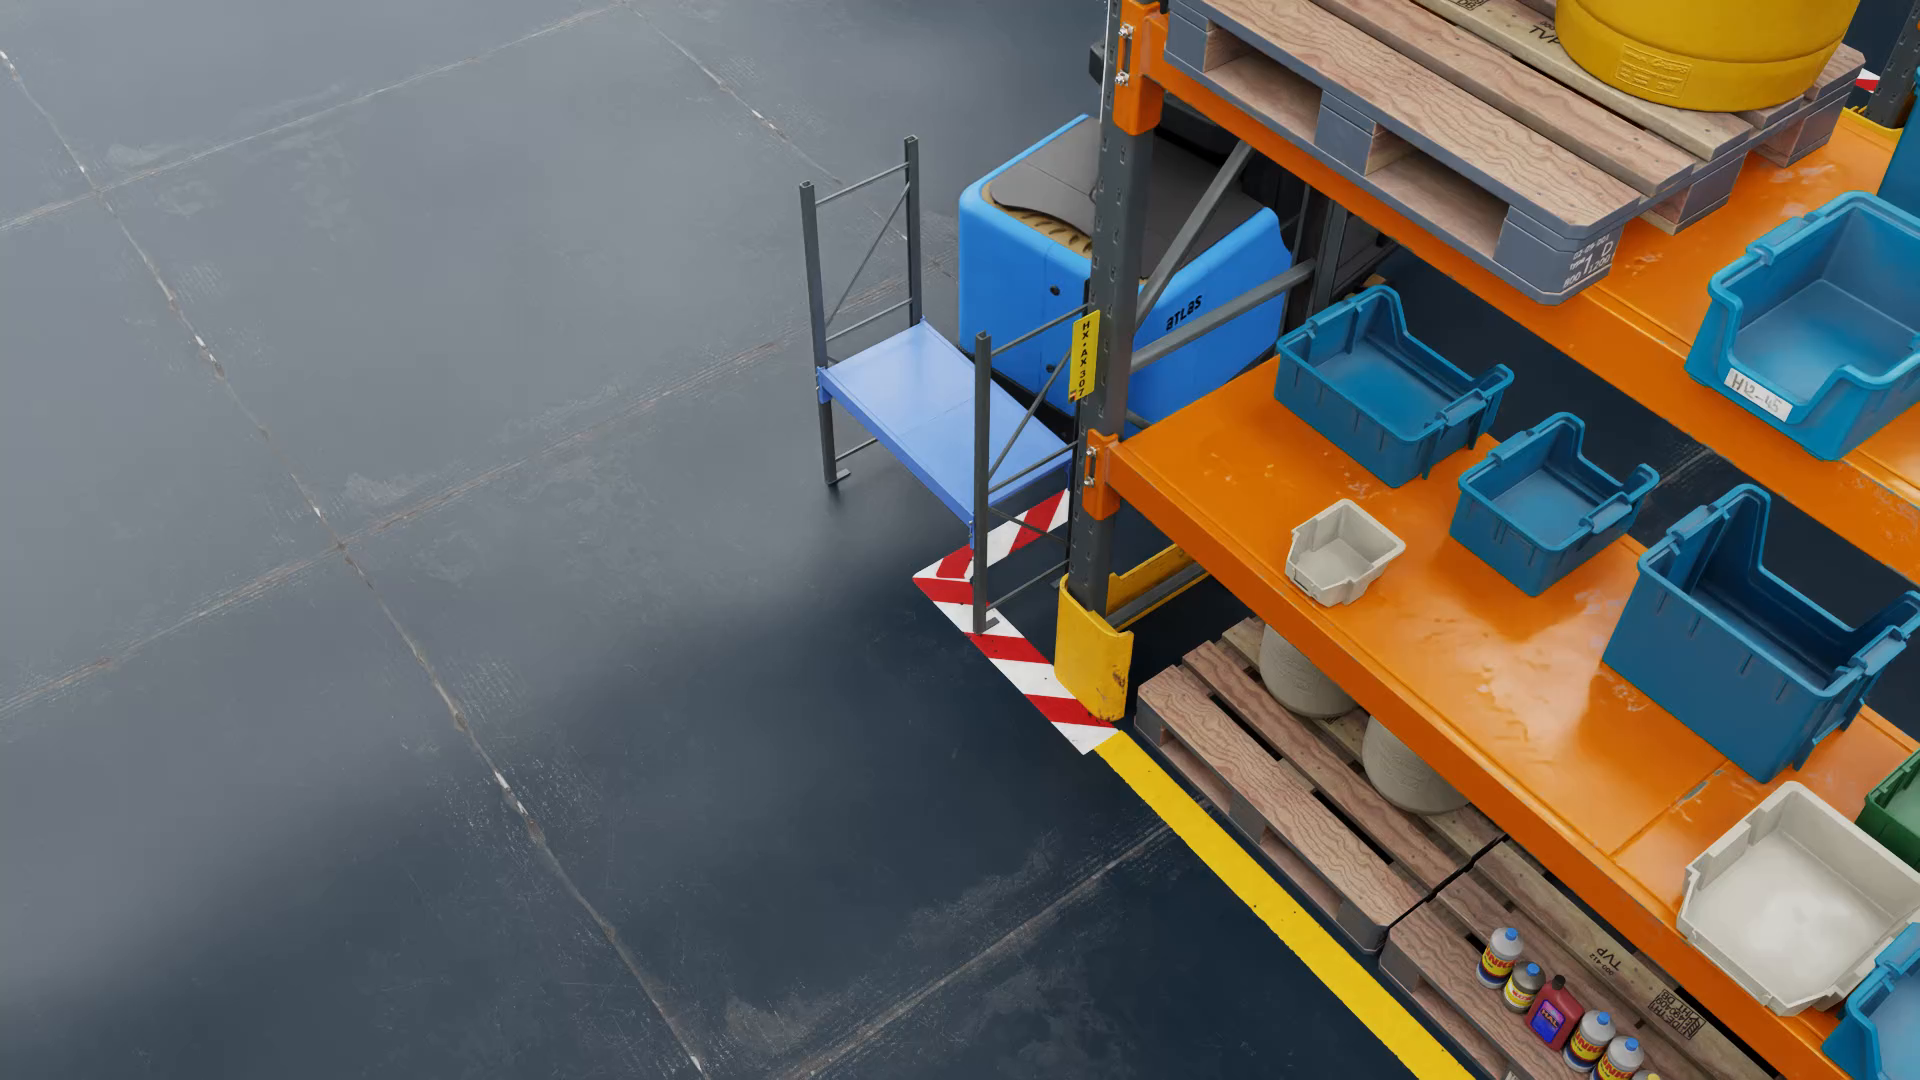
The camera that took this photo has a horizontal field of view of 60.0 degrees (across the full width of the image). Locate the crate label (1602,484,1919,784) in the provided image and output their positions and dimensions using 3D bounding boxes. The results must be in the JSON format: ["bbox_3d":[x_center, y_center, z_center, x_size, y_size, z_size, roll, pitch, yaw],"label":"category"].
[{"bbox_3d":[2.146,0.248,4.475,0.502,0.435,0.616,-29,54,-24],"label":"crate label"}]

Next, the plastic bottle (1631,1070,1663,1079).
[{"bbox_3d":[1.994,1.616,4.851,0.097,0.201,0.097,0,48,0],"label":"plastic bottle"}]

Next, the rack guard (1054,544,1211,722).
[{"bbox_3d":[0.899,0.159,6.267,1.175,0.500,0.348,-29,54,-24],"label":"rack guard"}]

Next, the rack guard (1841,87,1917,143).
[{"bbox_3d":[4.746,-2.098,8.314,1.175,0.500,0.348,-29,54,-24],"label":"rack guard"}]

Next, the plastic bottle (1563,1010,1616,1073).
[{"bbox_3d":[1.873,1.476,4.931,0.097,0.271,0.097,0,48,0],"label":"plastic bottle"}]

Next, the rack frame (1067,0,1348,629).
[{"bbox_3d":[0.816,-0.704,5.362,1.000,3.000,0.127,-29,54,-24],"label":"rack frame"}]

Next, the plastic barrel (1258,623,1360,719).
[{"bbox_3d":[1.275,0.344,5.808,0.421,0.512,0.421,0,48,0],"label":"plastic barrel"}]

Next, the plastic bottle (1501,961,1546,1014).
[{"bbox_3d":[1.728,1.358,5.085,0.097,0.201,0.097,0,48,0],"label":"plastic bottle"}]

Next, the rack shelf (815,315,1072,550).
[{"bbox_3d":[-0.052,-0.433,6.372,0.538,0.185,1.000,-29,54,-24],"label":"rack shelf"}]

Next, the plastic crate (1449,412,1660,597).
[{"bbox_3d":[1.746,-0.108,4.922,0.499,0.251,0.408,-29,54,-24],"label":"plastic crate"}]

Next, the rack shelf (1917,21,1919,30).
[{"bbox_3d":[5.971,-1.503,6.572,1.077,0.370,4.000,-29,54,-24],"label":"rack shelf"}]

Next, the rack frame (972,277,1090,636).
[{"bbox_3d":[0.256,-0.254,5.967,0.500,1.500,0.032,-29,54,-24],"label":"rack frame"}]

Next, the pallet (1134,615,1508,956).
[{"bbox_3d":[1.387,0.738,5.938,1.003,0.211,1.213,-29,54,-24],"label":"pallet"}]

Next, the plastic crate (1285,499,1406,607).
[{"bbox_3d":[1.102,0.057,4.851,0.298,0.136,0.250,-29,54,-24],"label":"plastic crate"}]

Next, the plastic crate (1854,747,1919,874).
[{"bbox_3d":[2.641,0.799,4.143,0.450,0.188,0.662,-29,54,-24],"label":"plastic crate"}]

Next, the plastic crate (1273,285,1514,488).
[{"bbox_3d":[1.357,-0.493,5.272,0.499,0.251,0.616,-29,54,-24],"label":"plastic crate"}]

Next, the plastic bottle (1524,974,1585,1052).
[{"bbox_3d":[1.788,1.411,4.981,0.061,0.283,0.133,-29,54,-23],"label":"plastic bottle"}]

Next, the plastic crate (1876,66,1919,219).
[{"bbox_3d":[2.210,-0.717,3.360,0.392,0.384,0.575,-29,54,-24],"label":"plastic crate"}]

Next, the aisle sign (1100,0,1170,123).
[{"bbox_3d":[0.539,-1.488,4.319,0.394,0.787,0.004,-29,54,-24],"label":"aisle sign"}]

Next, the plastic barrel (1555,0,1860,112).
[{"bbox_3d":[1.607,-1.301,3.468,0.600,0.588,0.600,0,48,0],"label":"plastic barrel"}]

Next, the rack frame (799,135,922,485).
[{"bbox_3d":[-0.359,-0.854,6.511,0.500,1.500,0.032,-29,54,-24],"label":"rack frame"}]

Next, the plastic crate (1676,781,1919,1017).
[{"bbox_3d":[2.053,0.899,4.087,0.530,0.136,0.437,-29,54,-24],"label":"plastic crate"}]

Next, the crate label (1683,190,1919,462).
[{"bbox_3d":[1.686,-0.410,3.171,0.502,0.251,0.408,-29,54,-24],"label":"crate label"}]

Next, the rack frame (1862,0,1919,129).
[{"bbox_3d":[4.760,-2.924,7.375,1.000,3.000,0.127,-29,54,-24],"label":"rack frame"}]

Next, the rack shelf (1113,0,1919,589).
[{"bbox_3d":[2.027,-0.291,3.449,1.077,0.370,4.000,-29,54,-24],"label":"rack shelf"}]

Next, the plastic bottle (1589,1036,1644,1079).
[{"bbox_3d":[1.934,1.535,4.878,0.097,0.271,0.097,0,48,0],"label":"plastic bottle"}]

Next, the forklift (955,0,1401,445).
[{"bbox_3d":[1.356,-2.179,6.746,1.130,2.935,3.031,35,57,27],"label":"forklift"}]

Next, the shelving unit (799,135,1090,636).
[{"bbox_3d":[-0.052,-0.554,6.239,0.538,1.500,1.048,-29,54,-24],"label":"shelving unit"}]

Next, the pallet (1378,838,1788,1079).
[{"bbox_3d":[2.121,1.457,5.286,1.003,0.211,1.213,-29,54,-24],"label":"pallet"}]

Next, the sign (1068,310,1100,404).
[{"bbox_3d":[0.375,-0.553,5.038,0.100,0.325,0.005,-29,54,-24],"label":"sign"}]

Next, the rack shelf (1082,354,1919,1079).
[{"bbox_3d":[2.027,0.717,4.560,1.077,0.370,4.000,-29,54,-24],"label":"rack shelf"}]

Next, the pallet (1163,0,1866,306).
[{"bbox_3d":[1.239,-1.116,3.839,1.003,0.211,1.213,-29,54,-24],"label":"pallet"}]

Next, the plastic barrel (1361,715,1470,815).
[{"bbox_3d":[1.579,0.640,5.540,0.421,0.512,0.421,0,48,0],"label":"plastic barrel"}]

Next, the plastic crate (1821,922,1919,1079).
[{"bbox_3d":[2.352,1.174,3.761,0.499,0.251,0.616,-29,54,-24],"label":"plastic crate"}]

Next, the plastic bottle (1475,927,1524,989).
[{"bbox_3d":[1.666,1.273,5.114,0.097,0.271,0.097,0,48,0],"label":"plastic bottle"}]
